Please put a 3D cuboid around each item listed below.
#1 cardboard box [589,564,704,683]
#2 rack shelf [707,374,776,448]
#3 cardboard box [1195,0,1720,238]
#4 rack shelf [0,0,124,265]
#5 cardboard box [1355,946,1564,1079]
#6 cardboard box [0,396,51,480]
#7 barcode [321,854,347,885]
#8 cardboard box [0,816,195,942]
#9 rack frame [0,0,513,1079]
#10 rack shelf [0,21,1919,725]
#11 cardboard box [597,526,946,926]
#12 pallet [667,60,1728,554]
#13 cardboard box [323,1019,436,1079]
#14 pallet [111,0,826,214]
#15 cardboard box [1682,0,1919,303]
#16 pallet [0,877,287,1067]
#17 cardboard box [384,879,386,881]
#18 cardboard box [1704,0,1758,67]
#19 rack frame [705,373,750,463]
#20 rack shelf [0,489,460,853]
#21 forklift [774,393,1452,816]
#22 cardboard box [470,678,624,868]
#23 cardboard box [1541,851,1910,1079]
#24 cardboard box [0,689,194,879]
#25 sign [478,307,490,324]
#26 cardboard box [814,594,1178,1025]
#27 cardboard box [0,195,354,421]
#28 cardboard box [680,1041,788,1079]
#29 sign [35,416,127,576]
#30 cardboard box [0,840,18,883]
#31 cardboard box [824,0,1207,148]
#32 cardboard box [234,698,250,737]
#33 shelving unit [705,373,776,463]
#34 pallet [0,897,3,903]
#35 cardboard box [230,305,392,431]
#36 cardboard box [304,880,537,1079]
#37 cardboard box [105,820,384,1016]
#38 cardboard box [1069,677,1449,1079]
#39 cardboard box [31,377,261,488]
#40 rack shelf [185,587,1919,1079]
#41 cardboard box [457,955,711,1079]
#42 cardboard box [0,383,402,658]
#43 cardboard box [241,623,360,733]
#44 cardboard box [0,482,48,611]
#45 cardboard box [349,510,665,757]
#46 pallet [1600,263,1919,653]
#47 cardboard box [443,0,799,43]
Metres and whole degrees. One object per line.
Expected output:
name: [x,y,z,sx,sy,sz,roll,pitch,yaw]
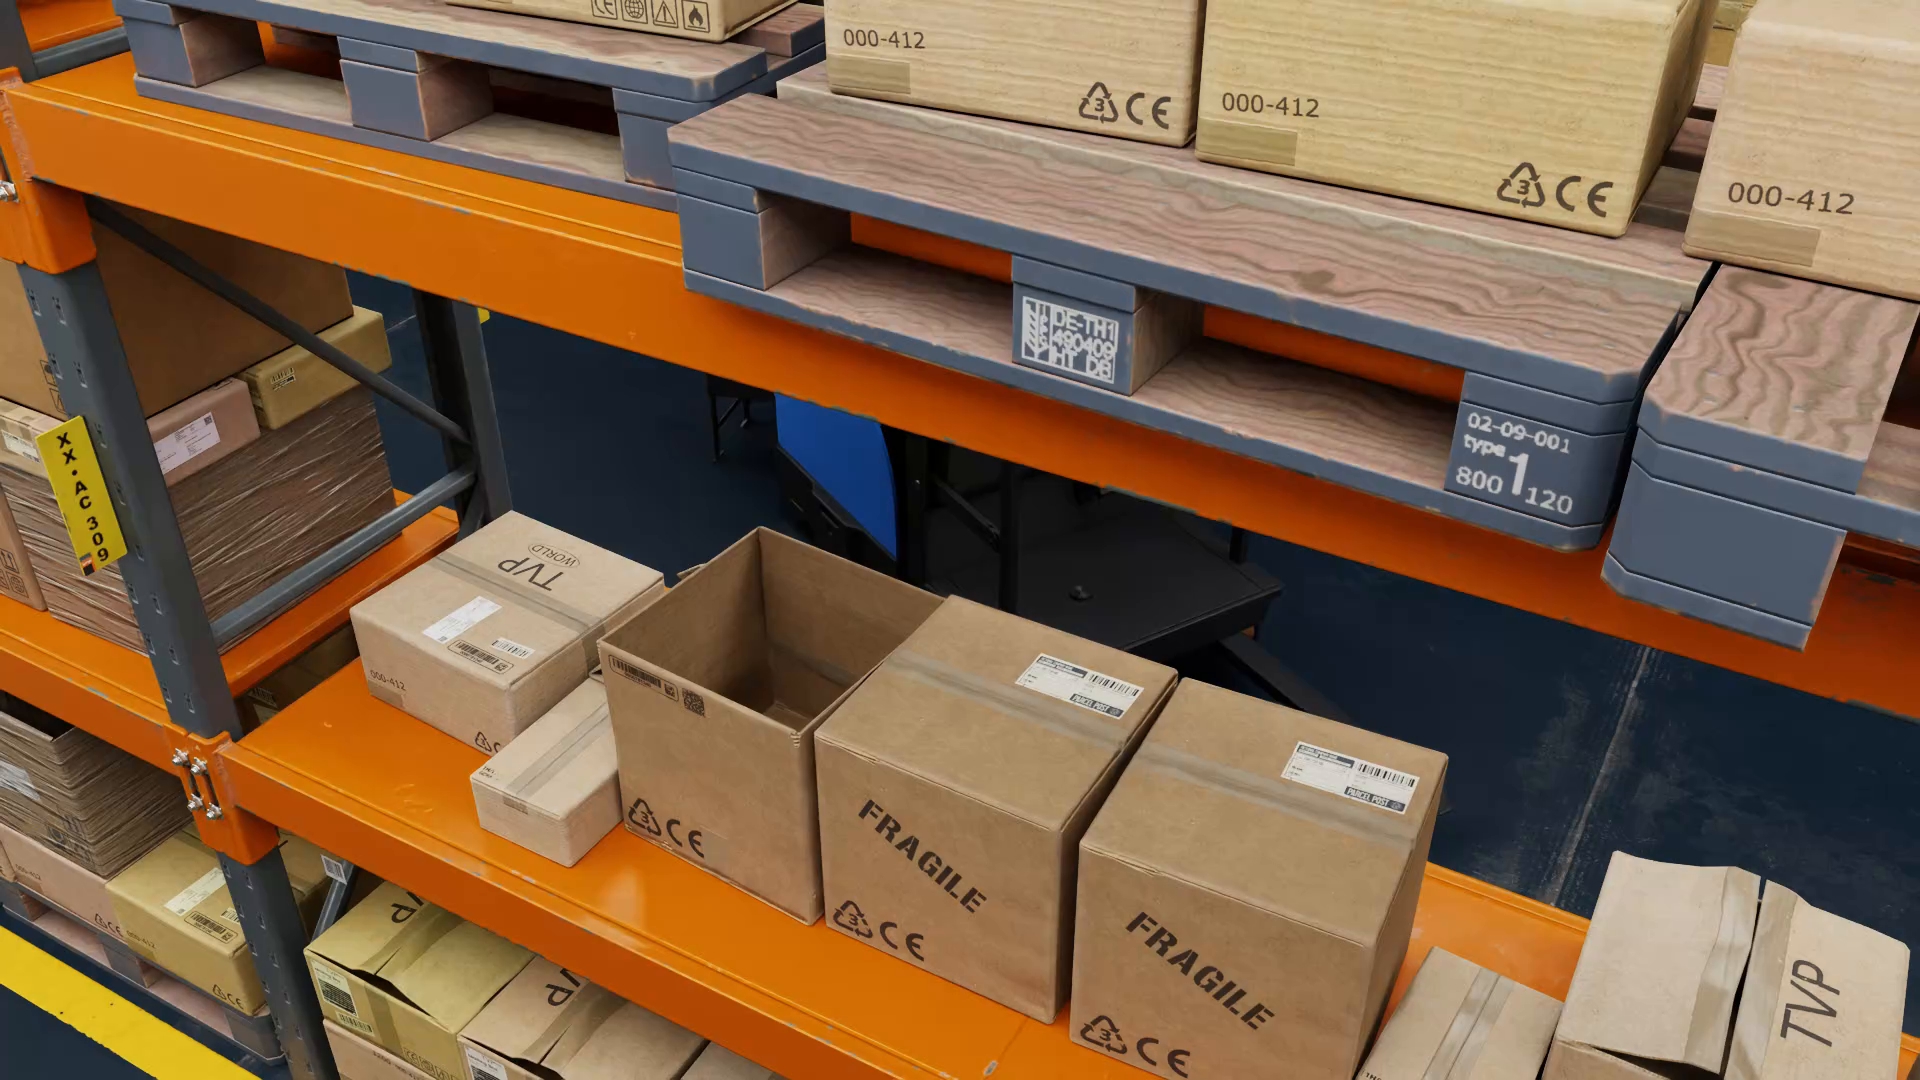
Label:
cardboard box: [-0.622,0.250,3.789,0.258,0.266,0.396,17,37,23]
rack shelf: [-0.781,-0.690,7.179,0.480,0.518,0.431,9,35,13]
cardboard box: [0.619,-0.616,2.019,0.500,0.250,0.500,17,37,23]
rack shelf: [-3.213,-1.458,4.177,4.000,0.370,1.077,18,37,24]
cardboard box: [0.861,0.922,2.886,0.250,0.149,0.380,21,39,28]
cardboard box: [-2.033,-0.312,3.836,0.250,0.149,0.380,17,37,23]
barcode: [-1.462,0.769,3.881,0.075,0.075,0.001,18,37,24]
cardboard box: [-2.417,0.846,4.876,0.500,0.250,0.500,18,37,24]
rack frame: [-1.477,0.041,3.983,0.127,3.000,1.000,18,37,24]
rack shelf: [0.260,-0.358,2.525,4.000,0.370,1.077,18,37,24]
cardboard box: [-0.361,0.363,3.408,0.500,0.500,0.500,20,39,28]
pallet: [0.390,-0.479,2.227,1.213,0.211,1.003,19,38,27]
cardboard box: [-1.249,1.241,4.283,0.500,0.250,0.500,17,37,23]
pallet: [-0.704,-0.892,2.849,1.217,0.209,0.805,16,37,23]
cardboard box: [1.110,-0.453,1.775,0.500,0.250,0.500,19,38,26]
pallet: [-2.146,0.962,5.114,1.213,0.211,1.003,18,37,24]
cardboard box: [-1.729,0.737,5.039,0.500,0.250,0.500,18,37,24]
cardboard box: [2.945,-1.925,6.448,0.500,0.500,0.700,18,37,24]
rack frame: [-1.016,-1.319,6.837,0.015,2.100,0.400,9,35,13]
rack shelf: [-3.213,-0.210,5.008,4.000,0.370,1.077,18,37,24]
forklift: [0.439,-0.828,5.349,1.130,2.935,3.031,-19,38,-26]
cardboard box: [-0.809,0.487,3.539,0.250,0.149,0.380,18,37,24]
cardboard box: [1.316,0.839,2.865,0.500,0.311,0.500,17,37,24]
cardboard box: [-2.416,0.533,4.669,0.500,0.500,0.500,18,37,24]
sign: [-1.216,-0.672,4.080,0.005,0.325,0.100,18,37,24]
cardboard box: [0.074,0.501,3.202,0.500,0.500,0.500,18,38,24]
cardboard box: [-1.865,-0.660,3.774,0.500,0.500,0.700,18,38,25]
cardboard box: [-0.360,1.292,3.699,0.500,0.311,0.500,16,37,23]
sign: [-1.751,-0.085,3.319,0.005,0.325,0.100,18,37,24]
cardboard box: [-2.858,0.715,5.071,0.500,0.250,0.500,18,37,24]
cardboard box: [0.153,-0.765,2.243,0.500,0.250,0.500,14,36,20]
cardboard box: [-2.162,0.286,5.039,0.500,0.500,0.500,18,37,24]
shelving unit: [-0.781,-1.284,6.784,0.503,2.100,0.431,9,35,13]
pallet: [-3.210,0.627,5.617,1.213,0.211,1.003,18,37,24]
cardboard box: [-1.614,-0.438,4.026,0.250,0.149,0.380,18,37,24]
cardboard box: [-1.242,1.010,4.122,0.500,0.311,0.500,18,38,25]
cardboard box: [-1.988,0.988,4.662,0.500,0.250,0.500,18,37,24]
cardboard box: [0.531,0.646,2.984,0.500,0.500,0.500,16,37,22]
cardboard box: [-1.819,-0.243,3.733,0.250,0.149,0.380,18,37,24]
rack shelf: [0.260,0.890,3.356,4.000,0.370,1.077,18,37,24]
cardboard box: [-0.810,1.151,3.912,0.500,0.311,0.500,17,37,24]
cardboard box: [-1.865,-0.120,4.134,0.500,0.500,0.700,17,37,23]
cardboard box: [-1.724,0.420,4.838,0.500,0.500,0.500,18,37,24]
cardboard box: [-2.326,-0.262,4.347,0.500,0.500,0.700,17,37,24]
cardboard box: [-1.028,0.217,3.852,0.500,0.250,0.500,20,39,27]
pallet: [1.363,-0.173,1.767,1.003,0.211,1.213,19,38,27]
cardboard box: [-0.468,-0.996,2.590,0.500,0.250,0.500,14,36,20]
